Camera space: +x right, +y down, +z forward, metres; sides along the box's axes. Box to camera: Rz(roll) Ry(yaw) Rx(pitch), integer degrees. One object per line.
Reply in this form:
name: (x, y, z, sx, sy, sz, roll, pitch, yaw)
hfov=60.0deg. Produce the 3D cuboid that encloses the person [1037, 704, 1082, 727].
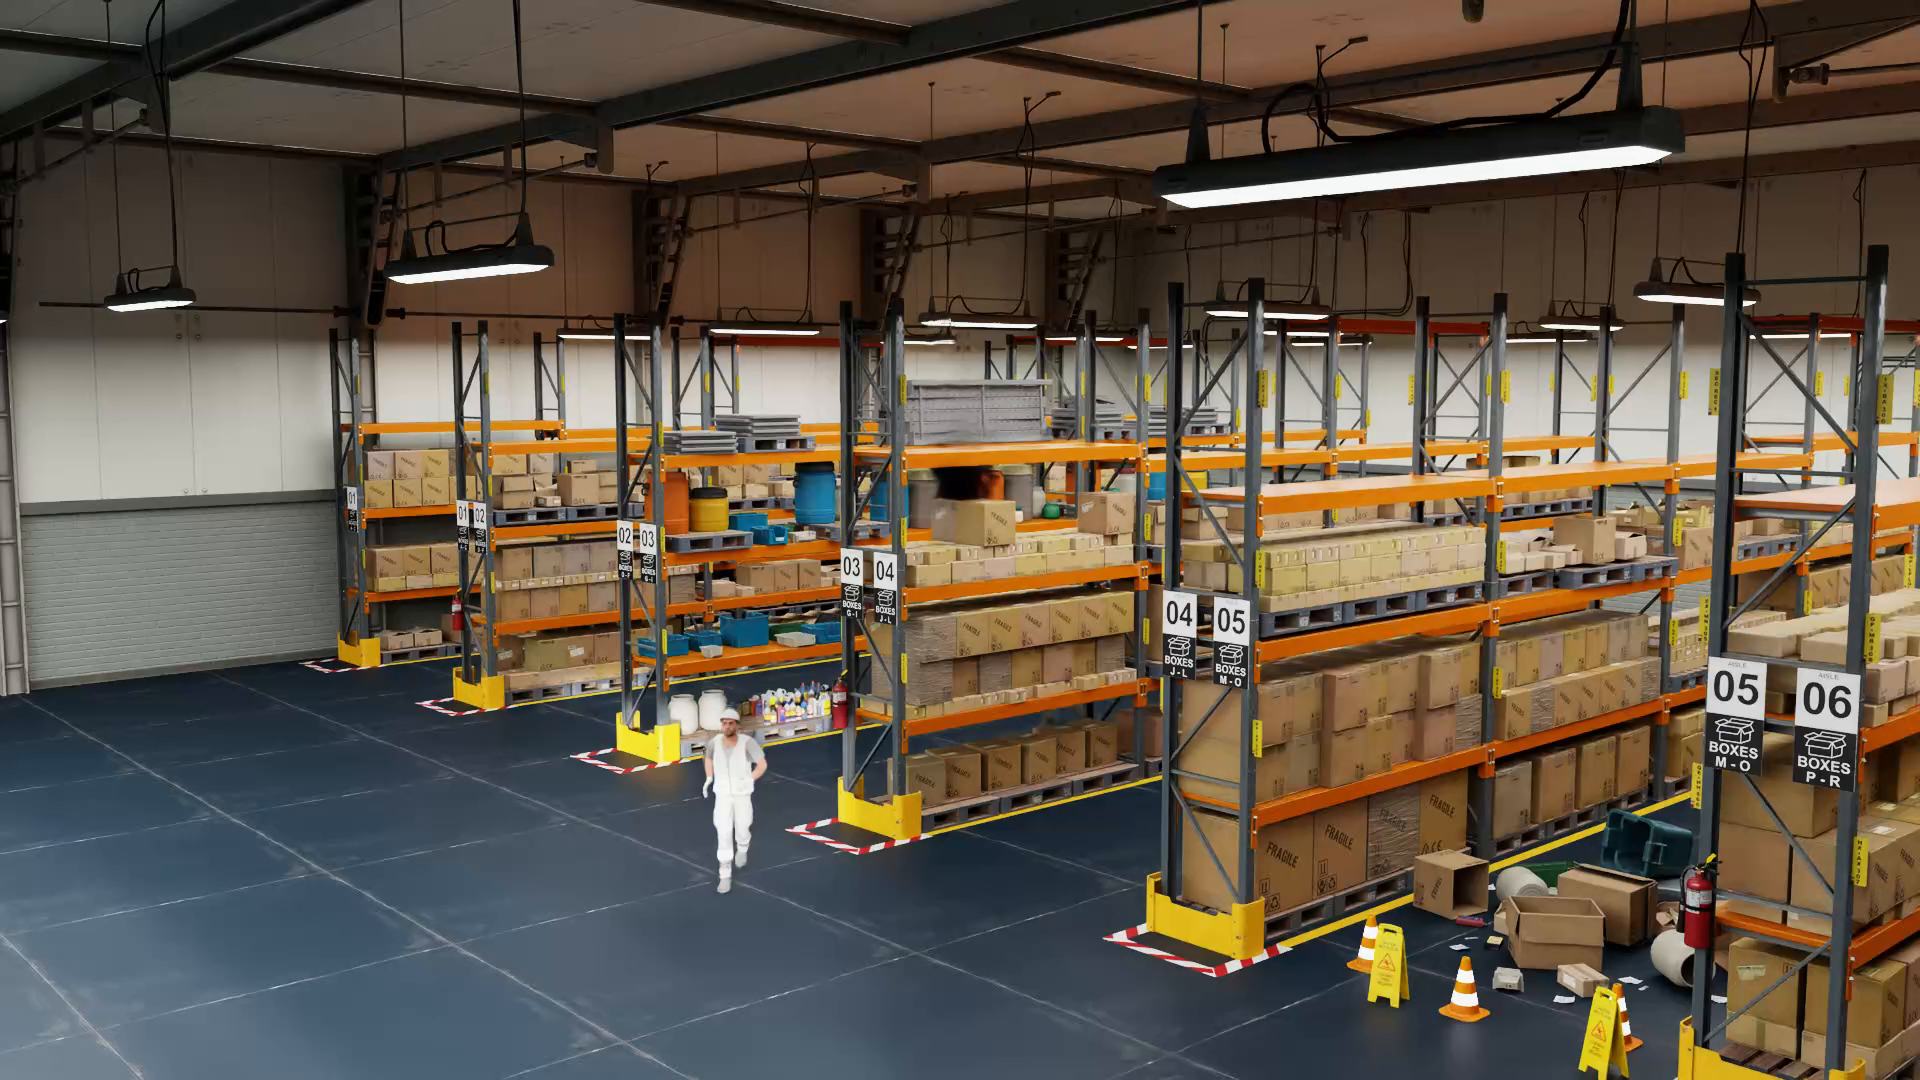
person: (1.493, 1.934, 23.352, 0.954, 1.750, 0.656, -5, 8, -42)

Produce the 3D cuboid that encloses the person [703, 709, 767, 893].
person: (-2.284, 2.586, 16.903, 0.659, 1.793, 0.914, 0, 6, 1)
